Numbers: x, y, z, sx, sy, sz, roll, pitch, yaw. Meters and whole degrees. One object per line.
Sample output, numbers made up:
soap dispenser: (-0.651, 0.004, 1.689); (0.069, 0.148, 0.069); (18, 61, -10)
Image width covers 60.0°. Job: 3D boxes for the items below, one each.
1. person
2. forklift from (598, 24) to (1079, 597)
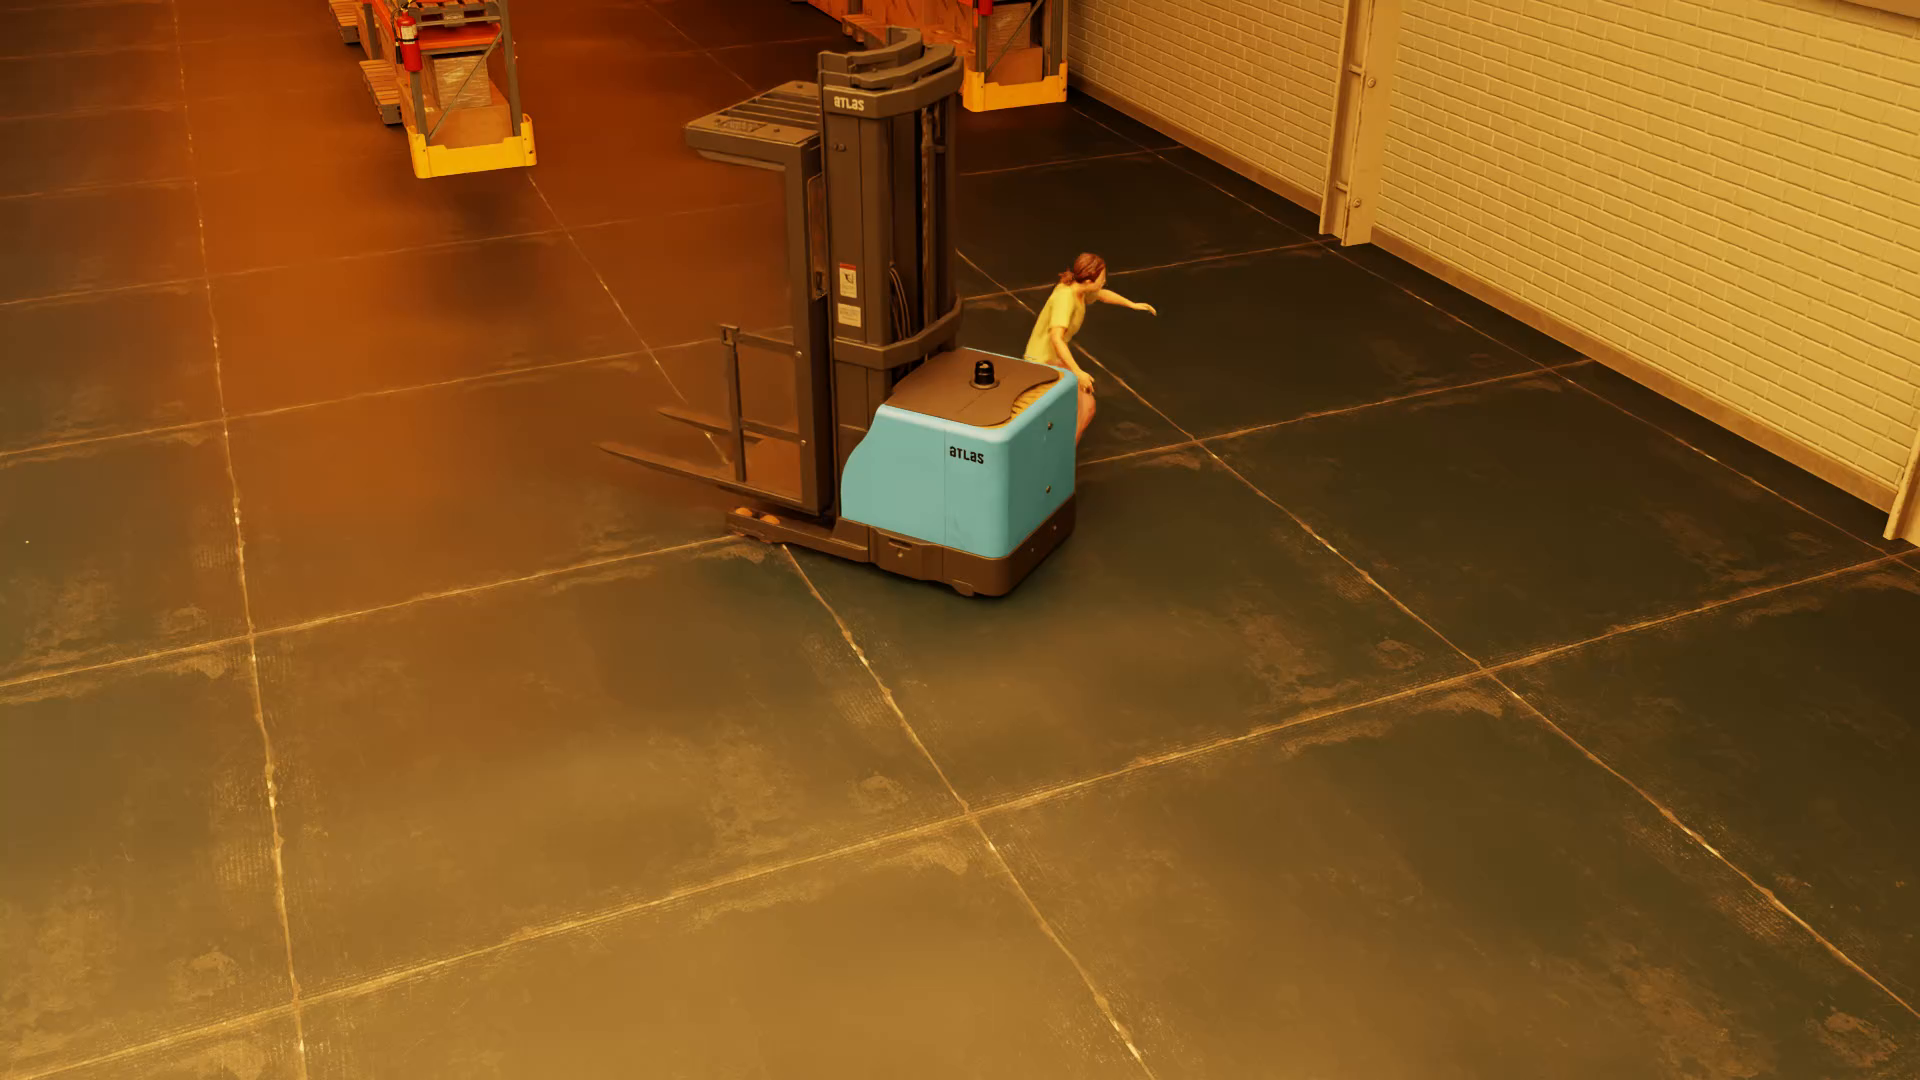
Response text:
person: (0.796, -1.072, 10.520); (0.828, 1.431, 1.100); (4, 30, 7)
forklift: (-0.840, -1.465, 9.682); (3.031, 2.935, 1.130); (15, 33, 25)
